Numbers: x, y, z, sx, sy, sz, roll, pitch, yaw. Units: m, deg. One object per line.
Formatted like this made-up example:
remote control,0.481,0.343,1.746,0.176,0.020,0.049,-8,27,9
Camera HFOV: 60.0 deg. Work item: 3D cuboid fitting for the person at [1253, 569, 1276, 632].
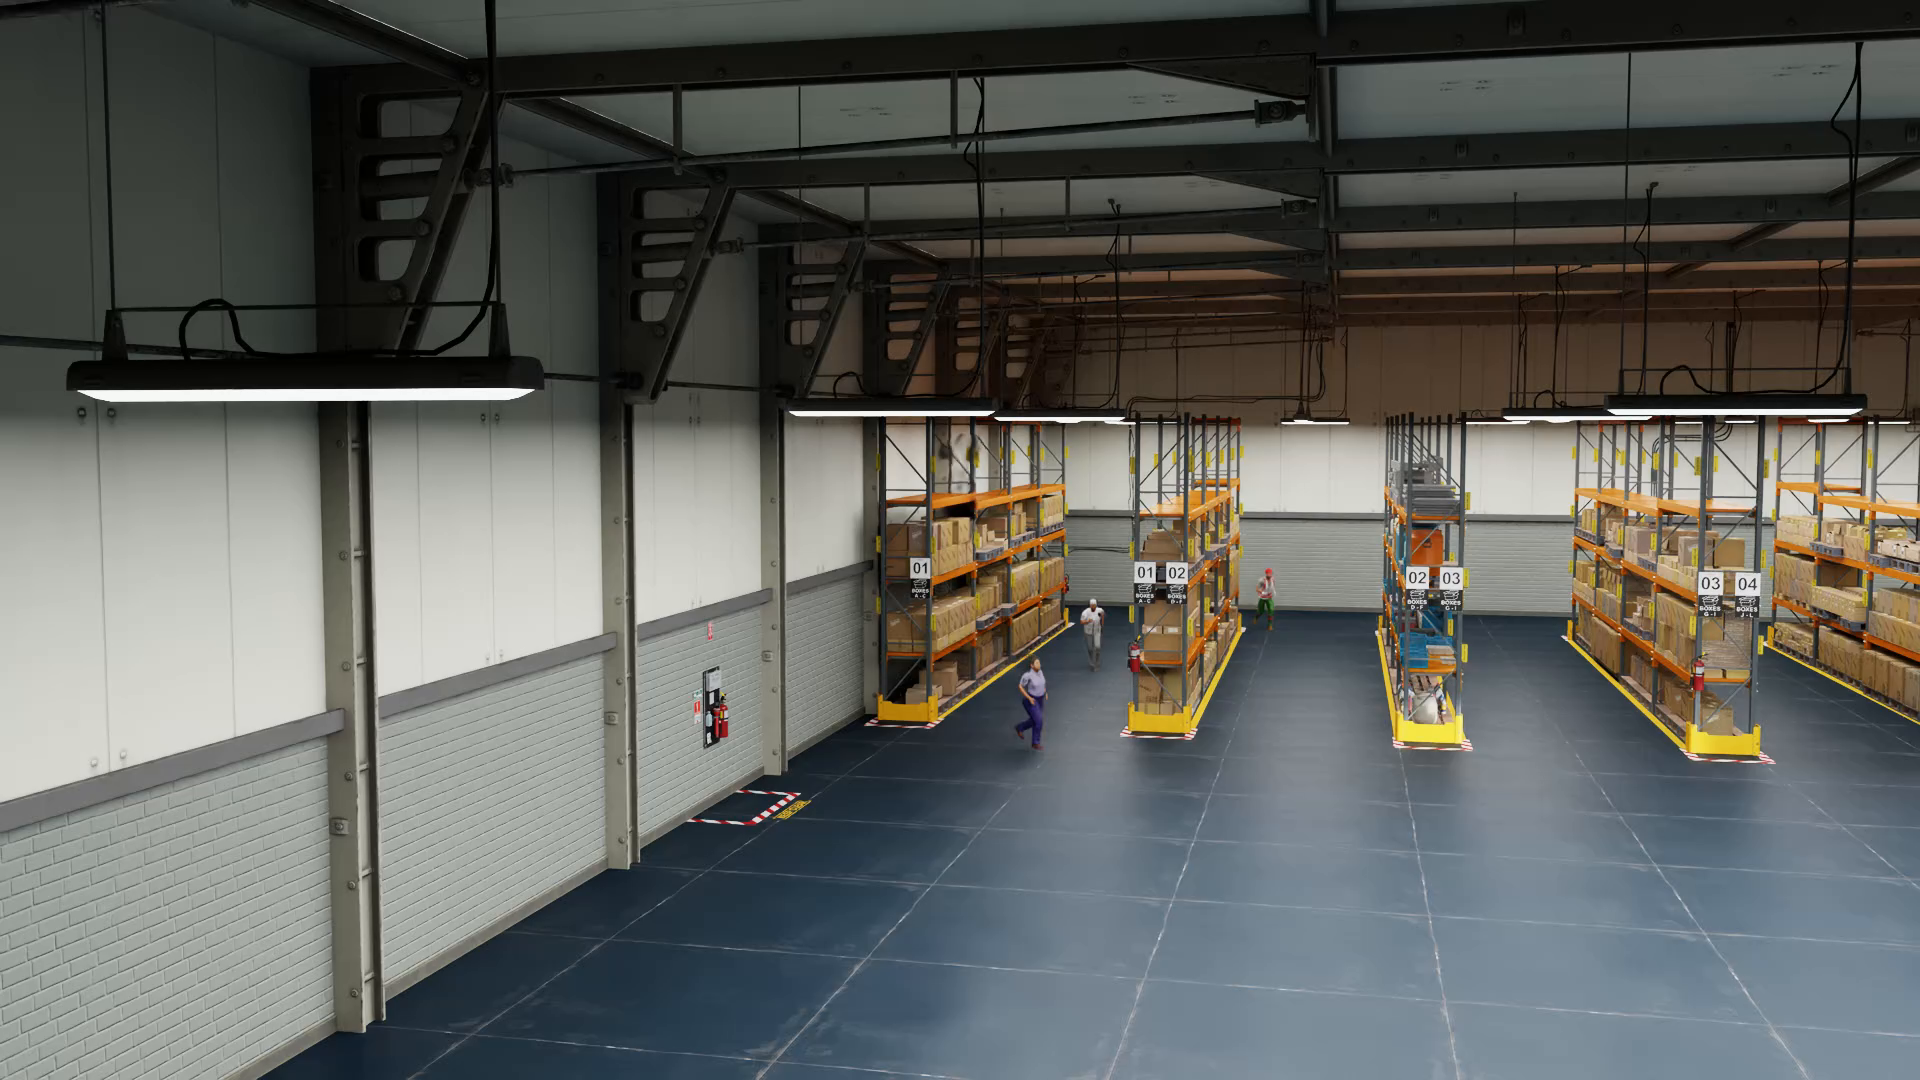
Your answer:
person,8.634,1.667,47.124,0.696,1.753,1.067,-2,4,-22

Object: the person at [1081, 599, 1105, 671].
person,3.148,2.252,39.421,0.587,1.729,0.833,0,4,4

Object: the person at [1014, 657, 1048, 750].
person,1.252,2.912,29.762,0.708,1.658,0.603,3,5,39
